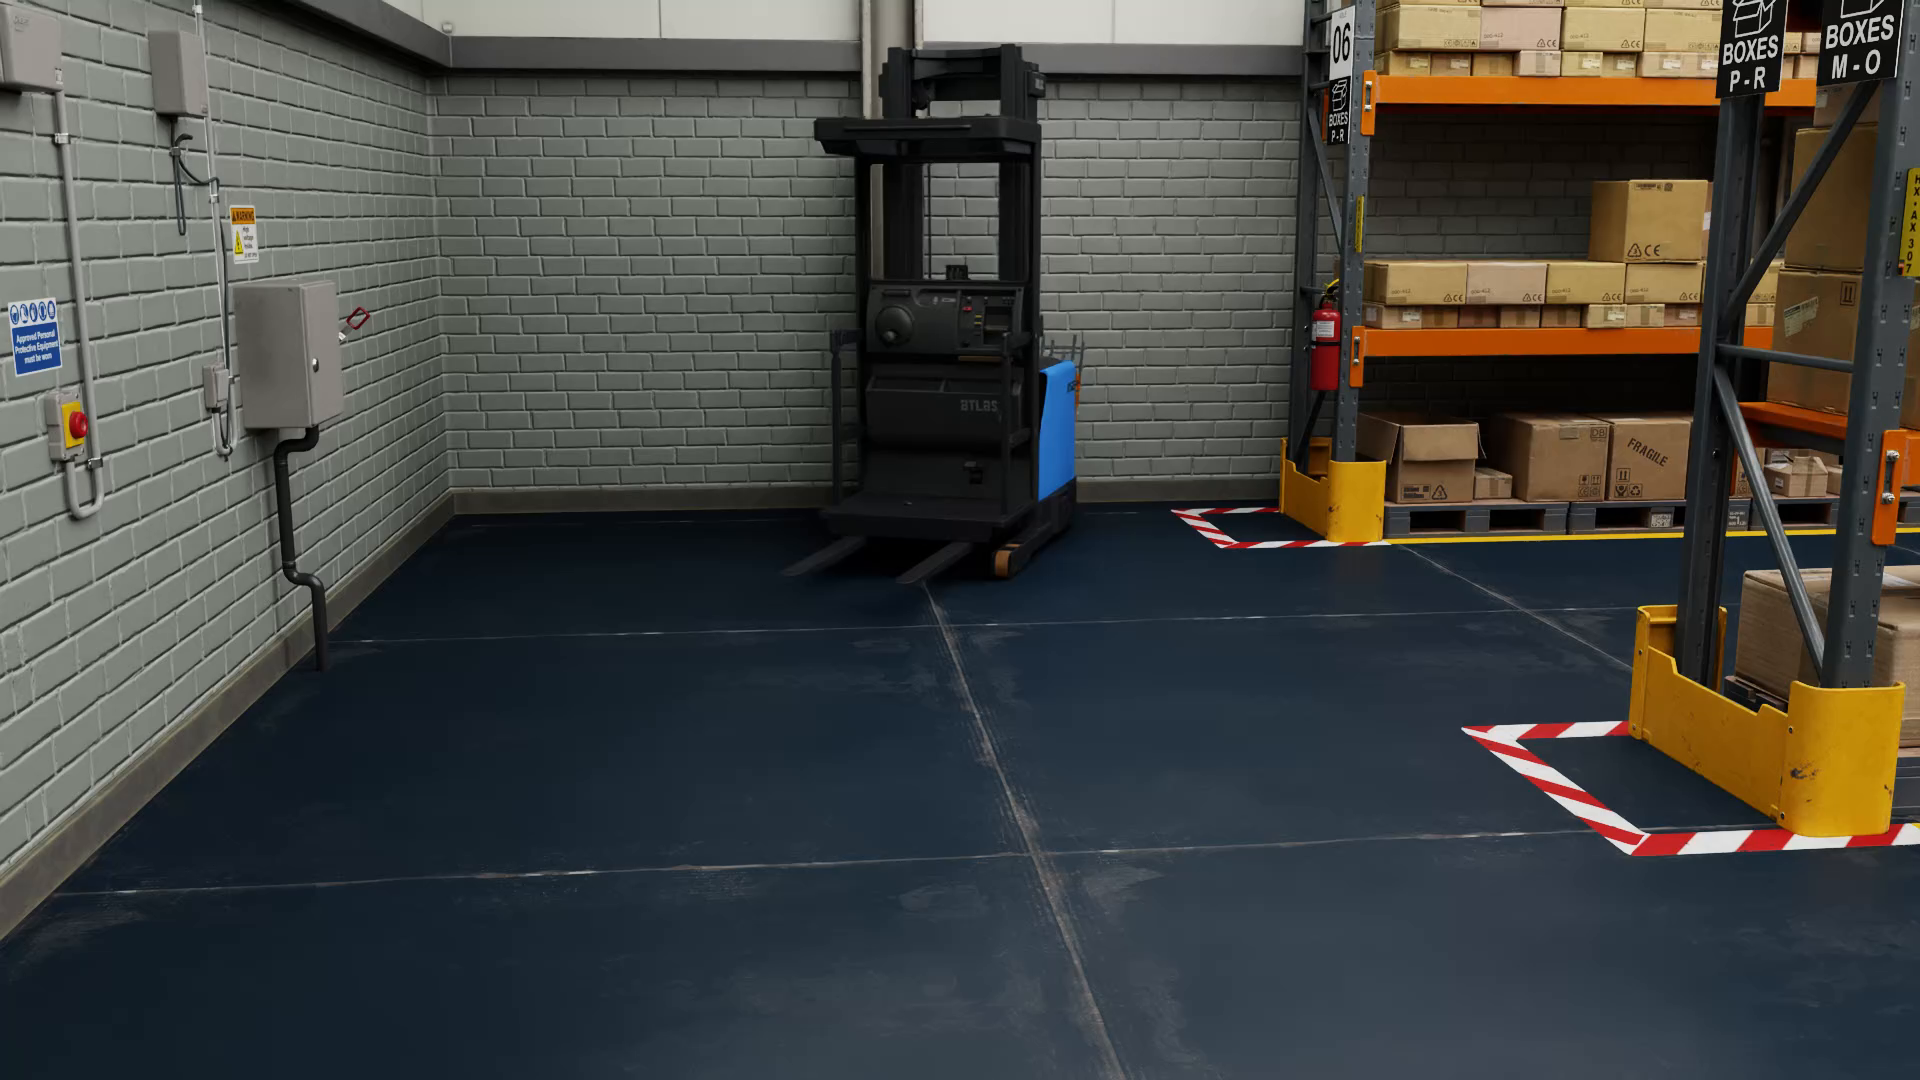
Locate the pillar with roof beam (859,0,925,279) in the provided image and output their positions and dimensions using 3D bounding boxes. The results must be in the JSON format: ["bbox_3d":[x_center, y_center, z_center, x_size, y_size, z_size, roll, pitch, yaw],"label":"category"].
[{"bbox_3d":[0.015,-3.802,6.379,0.400,9.000,9.100,-1,11,-6],"label":"pillar with roof beam"}]

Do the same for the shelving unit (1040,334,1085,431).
[{"bbox_3d":[0.633,-0.773,11.185,0.258,1.200,0.189,5,-6,22],"label":"shelving unit"}]

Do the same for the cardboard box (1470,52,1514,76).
[{"bbox_3d":[3.185,-2.890,10.169,0.250,0.149,0.380,-1,11,-6],"label":"cardboard box"}]

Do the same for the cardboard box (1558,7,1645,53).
[{"bbox_3d":[3.812,-3.091,10.157,0.500,0.250,0.500,-2,11,-8],"label":"cardboard box"}]

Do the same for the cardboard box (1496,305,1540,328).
[{"bbox_3d":[3.448,-1.418,10.456,0.250,0.149,0.380,-1,11,-4],"label":"cardboard box"}]

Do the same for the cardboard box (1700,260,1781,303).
[{"bbox_3d":[4.831,-1.644,10.574,0.500,0.250,0.500,-1,11,-6],"label":"cardboard box"}]

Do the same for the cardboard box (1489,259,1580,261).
[{"bbox_3d":[3.763,-1.720,10.958,0.500,0.250,0.500,-1,11,-4],"label":"cardboard box"}]

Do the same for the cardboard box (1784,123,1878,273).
[{"bbox_3d":[3.322,-1.211,5.899,0.500,0.500,0.500,-1,11,-4],"label":"cardboard box"}]

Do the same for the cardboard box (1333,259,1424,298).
[{"bbox_3d":[2.757,-1.700,10.857,0.500,0.250,0.500,-1,11,-4],"label":"cardboard box"}]

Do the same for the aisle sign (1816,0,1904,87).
[{"bbox_3d":[2.828,-1.834,5.181,0.004,0.787,0.394,-1,11,-6],"label":"aisle sign"}]

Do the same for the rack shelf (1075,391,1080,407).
[{"bbox_3d":[0.656,-0.967,11.202,0.258,0.103,0.180,5,-6,22],"label":"rack shelf"}]

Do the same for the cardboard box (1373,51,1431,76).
[{"bbox_3d":[2.670,-2.878,10.106,0.250,0.149,0.380,-1,11,-5],"label":"cardboard box"}]

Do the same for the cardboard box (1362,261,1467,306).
[{"bbox_3d":[2.809,-1.597,10.335,0.500,0.250,0.500,-1,11,-6],"label":"cardboard box"}]

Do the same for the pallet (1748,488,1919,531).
[{"bbox_3d":[5.622,-0.268,11.185,1.213,0.211,1.003,-1,11,-6],"label":"pallet"}]

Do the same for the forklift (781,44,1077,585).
[{"bbox_3d":[-0.148,-1.304,9.402,1.130,2.935,3.031,3,12,16],"label":"forklift"}]

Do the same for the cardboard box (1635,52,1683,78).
[{"bbox_3d":[4.205,-2.891,10.173,0.250,0.149,0.380,-1,11,-6],"label":"cardboard box"}]

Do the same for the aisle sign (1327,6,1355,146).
[{"bbox_3d":[2.292,-2.785,10.019,0.004,0.787,0.394,-1,11,-6],"label":"aisle sign"}]

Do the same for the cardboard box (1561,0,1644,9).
[{"bbox_3d":[3.802,-3.338,10.116,0.500,0.250,0.500,-1,11,-7],"label":"cardboard box"}]

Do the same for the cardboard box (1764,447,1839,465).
[{"bbox_3d":[5.623,-0.569,11.367,0.500,0.311,0.500,-1,11,-4],"label":"cardboard box"}]

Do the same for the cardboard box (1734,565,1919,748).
[{"bbox_3d":[3.513,0.403,6.096,0.875,0.438,0.875,-2,11,-8],"label":"cardboard box"}]

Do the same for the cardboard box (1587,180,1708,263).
[{"bbox_3d":[4.300,-1.997,10.422,0.500,0.500,0.500,-1,11,-5],"label":"cardboard box"}]

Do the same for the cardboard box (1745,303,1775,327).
[{"bbox_3d":[4.988,-1.442,10.576,0.250,0.149,0.380,-1,11,-7],"label":"cardboard box"}]

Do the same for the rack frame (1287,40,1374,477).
[{"bbox_3d":[2.328,-1.567,10.564,0.127,3.000,1.000,-1,11,-6],"label":"rack frame"}]

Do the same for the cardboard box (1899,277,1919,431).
[{"bbox_3d":[3.376,-0.619,5.483,0.500,0.500,0.500,-1,11,-7],"label":"cardboard box"}]

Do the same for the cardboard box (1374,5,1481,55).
[{"bbox_3d":[2.799,-3.068,10.041,0.500,0.250,0.500,-1,11,-7],"label":"cardboard box"}]

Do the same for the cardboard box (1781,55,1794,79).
[{"bbox_3d":[4.954,-2.922,10.332,0.250,0.149,0.380,-1,11,-4],"label":"cardboard box"}]

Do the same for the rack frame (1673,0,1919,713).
[{"bbox_3d":[2.868,-0.615,5.722,0.127,3.000,1.000,-1,11,-6],"label":"rack frame"}]

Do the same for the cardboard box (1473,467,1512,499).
[{"bbox_3d":[3.373,-0.370,10.778,0.250,0.149,0.380,-2,11,-8],"label":"cardboard box"}]

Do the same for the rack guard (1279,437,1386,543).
[{"bbox_3d":[2.404,-0.342,10.813,0.348,0.500,1.175,-1,11,-6],"label":"rack guard"}]

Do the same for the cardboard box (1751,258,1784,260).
[{"bbox_3d":[5.286,-1.753,11.124,0.500,0.250,0.500,-1,11,-7],"label":"cardboard box"}]

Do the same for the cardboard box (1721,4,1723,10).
[{"bbox_3d":[4.821,-3.362,10.240,0.500,0.250,0.500,-1,11,-5],"label":"cardboard box"}]

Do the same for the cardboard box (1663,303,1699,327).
[{"bbox_3d":[4.479,-1.443,10.586,0.250,0.149,0.380,-1,11,-6],"label":"cardboard box"}]

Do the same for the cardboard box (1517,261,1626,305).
[{"bbox_3d":[3.813,-1.619,10.445,0.500,0.250,0.500,-1,11,-7],"label":"cardboard box"}]

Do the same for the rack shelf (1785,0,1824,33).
[{"bbox_3d":[4.856,-1.776,5.714,4.000,0.370,1.077,-1,11,-6],"label":"rack shelf"}]

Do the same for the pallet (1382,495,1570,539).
[{"bbox_3d":[3.196,-0.217,10.926,1.213,0.211,1.003,-1,11,-6],"label":"pallet"}]

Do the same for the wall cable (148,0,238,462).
[{"bbox_3d":[-2.900,-1.264,6.386,0.122,1.984,0.588,-1,11,-6],"label":"wall cable"}]

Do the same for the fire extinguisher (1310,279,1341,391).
[{"bbox_3d":[2.232,-1.255,10.141,0.183,0.674,0.296,-1,11,-6],"label":"fire extinguisher"}]

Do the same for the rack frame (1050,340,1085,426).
[{"bbox_3d":[0.666,-0.762,11.269,0.240,1.200,0.006,5,-6,22],"label":"rack frame"}]

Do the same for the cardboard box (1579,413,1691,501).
[{"bbox_3d":[4.337,-0.543,10.748,0.500,0.500,0.500,-1,11,-5],"label":"cardboard box"}]

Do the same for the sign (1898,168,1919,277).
[{"bbox_3d":[2.922,-0.972,5.089,0.005,0.325,0.100,-1,11,-6],"label":"sign"}]

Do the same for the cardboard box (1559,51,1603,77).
[{"bbox_3d":[3.703,-2.883,10.130,0.250,0.149,0.380,-1,11,-6],"label":"cardboard box"}]

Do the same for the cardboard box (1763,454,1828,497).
[{"bbox_3d":[5.428,-0.440,10.827,0.258,0.266,0.396,-1,11,-4],"label":"cardboard box"}]

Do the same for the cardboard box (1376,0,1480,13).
[{"bbox_3d":[2.797,-3.318,10.014,0.500,0.250,0.500,-1,11,-7],"label":"cardboard box"}]

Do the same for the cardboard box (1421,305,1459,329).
[{"bbox_3d":[2.933,-1.412,10.427,0.250,0.149,0.380,-1,11,-5],"label":"cardboard box"}]

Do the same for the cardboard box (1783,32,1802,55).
[{"bbox_3d":[4.826,-3.115,10.280,0.500,0.250,0.500,-1,11,-5],"label":"cardboard box"}]

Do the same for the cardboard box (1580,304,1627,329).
[{"bbox_3d":[3.971,-1.415,10.443,0.250,0.149,0.380,-2,11,-8],"label":"cardboard box"}]

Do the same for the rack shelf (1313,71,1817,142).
[{"bbox_3d":[4.317,-2.728,10.556,4.000,0.370,1.077,-1,11,-6],"label":"rack shelf"}]
